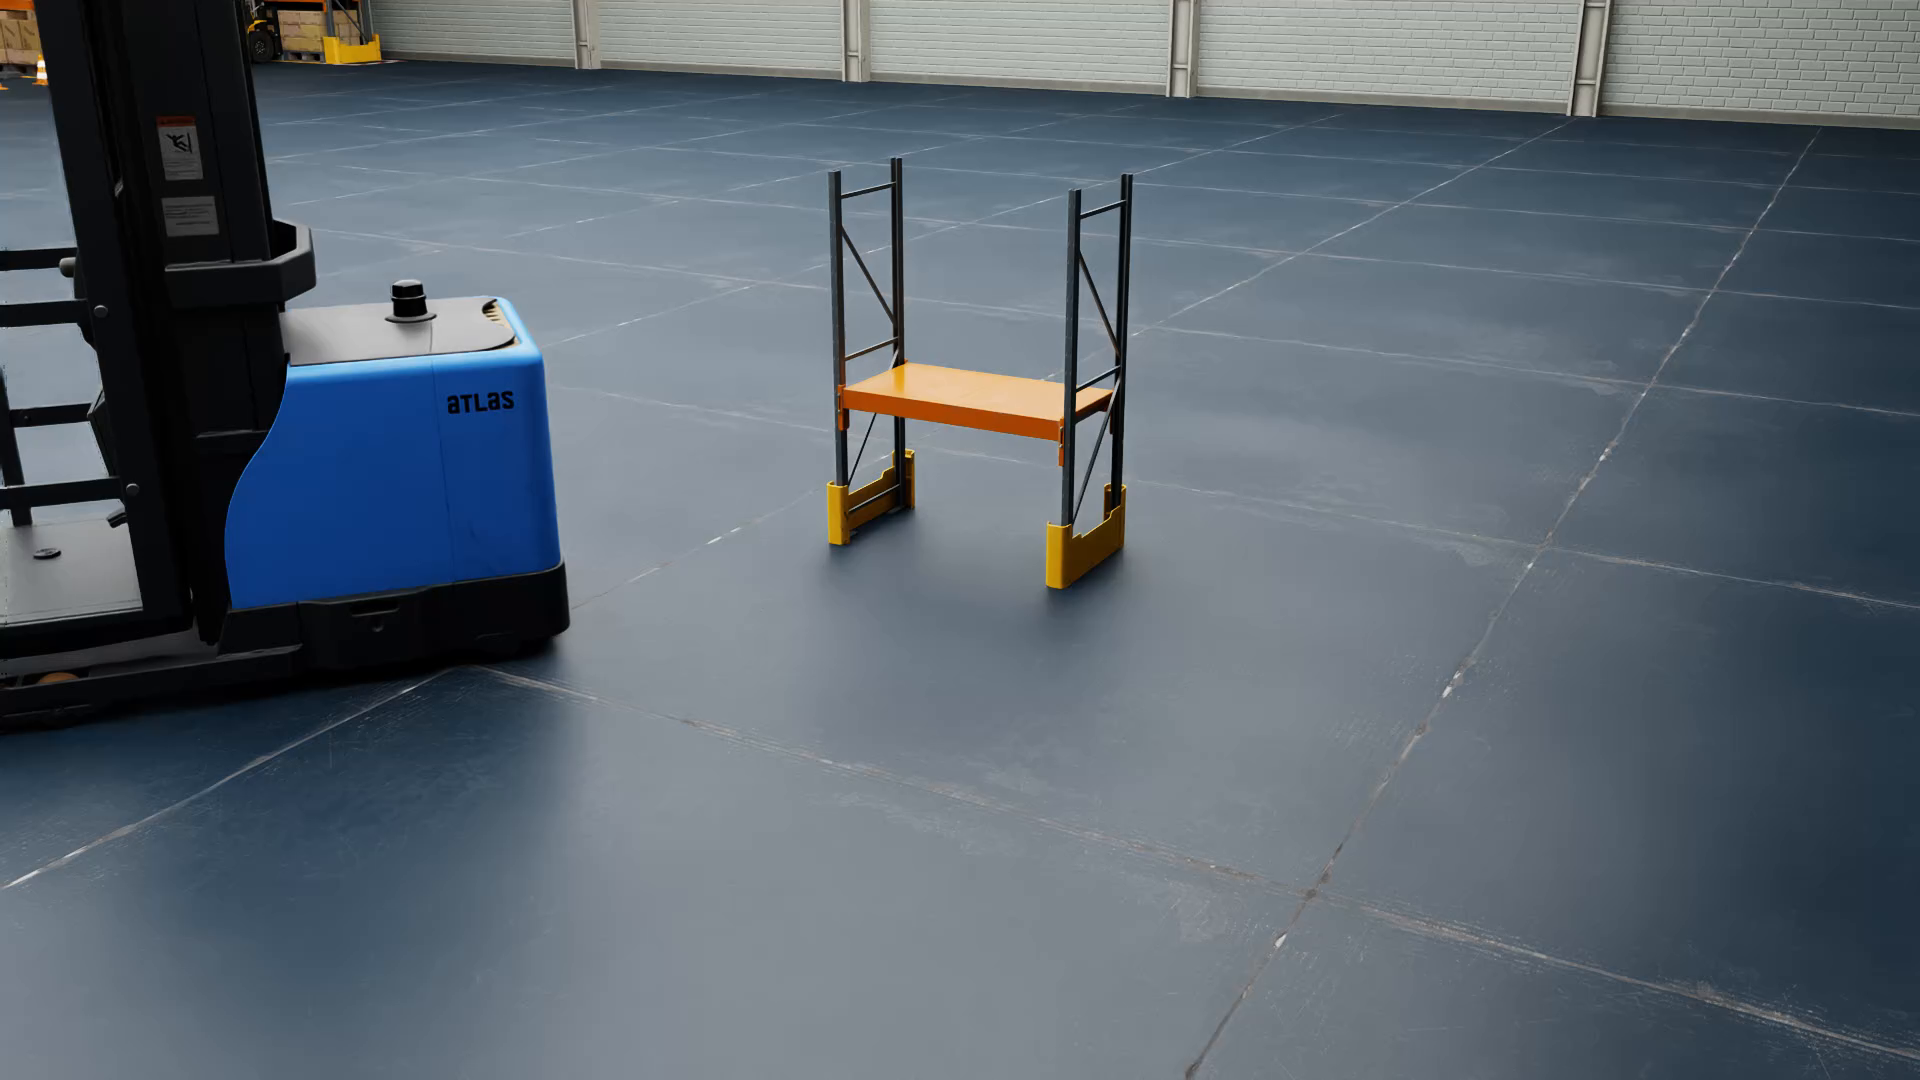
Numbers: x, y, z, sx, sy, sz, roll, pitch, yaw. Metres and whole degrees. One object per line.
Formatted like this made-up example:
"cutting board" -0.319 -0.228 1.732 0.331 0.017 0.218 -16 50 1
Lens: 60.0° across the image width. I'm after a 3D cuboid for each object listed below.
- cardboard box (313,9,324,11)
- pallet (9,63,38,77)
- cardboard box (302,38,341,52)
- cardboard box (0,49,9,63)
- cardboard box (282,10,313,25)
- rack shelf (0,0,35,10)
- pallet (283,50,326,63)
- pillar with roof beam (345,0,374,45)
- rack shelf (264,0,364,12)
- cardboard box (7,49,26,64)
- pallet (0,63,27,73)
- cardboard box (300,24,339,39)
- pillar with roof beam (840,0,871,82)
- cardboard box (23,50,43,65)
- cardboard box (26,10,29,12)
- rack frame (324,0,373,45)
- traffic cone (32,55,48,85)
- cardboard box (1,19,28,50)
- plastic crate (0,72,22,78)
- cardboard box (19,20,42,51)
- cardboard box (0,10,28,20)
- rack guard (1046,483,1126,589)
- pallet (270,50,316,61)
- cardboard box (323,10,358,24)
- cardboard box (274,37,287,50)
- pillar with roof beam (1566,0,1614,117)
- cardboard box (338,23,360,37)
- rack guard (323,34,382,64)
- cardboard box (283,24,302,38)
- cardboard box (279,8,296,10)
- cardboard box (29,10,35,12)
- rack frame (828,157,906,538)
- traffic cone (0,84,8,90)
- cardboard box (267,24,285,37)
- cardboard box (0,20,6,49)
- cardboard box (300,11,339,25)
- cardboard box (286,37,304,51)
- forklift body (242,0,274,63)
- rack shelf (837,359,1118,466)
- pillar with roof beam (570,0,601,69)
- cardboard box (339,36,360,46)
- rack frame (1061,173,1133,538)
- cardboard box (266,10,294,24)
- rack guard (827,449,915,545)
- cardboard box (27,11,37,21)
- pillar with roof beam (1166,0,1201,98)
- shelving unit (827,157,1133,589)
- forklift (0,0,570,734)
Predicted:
"cardboard box" -12.857 -10.535 33.460 0.500 0.250 0.500 11 23 27
"pallet" -16.329 -8.514 30.028 1.213 0.211 1.003 11 23 27
"cardboard box" -12.656 -9.831 32.984 0.500 0.250 0.500 11 23 28
"cardboard box" -17.147 -8.770 30.059 0.500 0.250 0.500 12 23 30
"cardboard box" -13.095 -10.384 33.042 0.500 0.250 0.500 11 23 28
"rack shelf" -16.255 -9.458 29.595 4.000 0.370 1.077 11 23 27
"pallet" -12.780 -9.746 33.423 1.213 0.211 1.003 11 23 27
"pillar with roof beam" -14.360 -12.865 29.134 0.400 9.000 9.100 11 23 27
"rack shelf" -13.838 -10.936 33.671 4.000 0.370 1.077 11 23 27
"cardboard box" -16.682 -8.682 29.818 0.500 0.250 0.500 10 22 27
"pallet" -17.398 -8.717 30.586 1.213 0.211 1.003 11 23 27
"cardboard box" -12.669 -10.070 32.910 0.500 0.250 0.500 10 22 27
"pillar with roof beam" -3.884 -10.869 23.632 0.400 9.000 9.100 11 23 27
"cardboard box" -16.254 -8.597 29.582 0.500 0.250 0.500 10 22 25
"cardboard box" -20.775 -11.835 37.192 0.250 0.149 0.380 10 22 25
"rack frame" -12.092 -10.942 32.631 0.127 3.000 1.000 11 23 27
"traffic cone" -15.514 -7.959 28.127 0.334 0.463 0.336 11 23 27
"cardboard box" -16.693 -9.035 29.692 0.500 0.500 0.500 12 23 30
"plastic crate" -17.031 -8.251 29.495 0.583 0.080 0.402 3 20 9
"cardboard box" -16.230 -8.948 29.452 0.500 0.500 0.500 10 22 26
"cardboard box" -16.852 -9.345 29.594 0.250 0.149 0.380 12 23 30
"rack guard" 0.501 -0.022 6.559 0.087 0.250 0.587 11 23 27
"pallet" -13.841 -9.949 33.983 1.213 0.211 1.003 11 23 27
"cardboard box" -12.419 -10.453 33.233 0.500 0.250 0.500 10 22 26
"cardboard box" -13.518 -10.002 33.457 0.500 0.250 0.500 11 23 28
"pillar with roof beam" 6.593 -8.873 18.131 0.400 9.000 9.100 11 23 27
"cardboard box" -12.401 -10.222 33.329 0.500 0.250 0.500 11 23 28
"rack guard" -12.071 -9.763 33.046 0.348 0.500 1.175 11 23 27
"cardboard box" -13.102 -10.156 33.148 0.500 0.250 0.500 11 22 27
"cardboard box" -13.733 -10.709 33.938 0.500 0.250 0.500 10 22 26
"cardboard box" -20.519 -11.798 37.090 0.250 0.149 0.380 10 22 26
"rack frame" -0.369 -0.775 6.803 0.032 1.500 0.500 11 23 27
"traffic cone" -15.758 -7.572 27.060 0.334 0.463 0.336 11 23 27
"cardboard box" -13.563 -10.236 33.368 0.500 0.250 0.500 10 22 26
"cardboard box" -17.145 -9.122 29.931 0.500 0.500 0.500 12 23 29
"cardboard box" -12.646 -10.301 32.813 0.500 0.250 0.500 12 23 29
"cardboard box" -13.086 -9.916 33.220 0.500 0.250 0.500 11 23 27
"forklift body" -14.637 -10.315 32.148 1.214 2.155 2.313 11 23 27
"rack shelf" 0.074 -0.522 6.632 1.000 0.185 0.538 11 23 27
"pillar with roof beam" -9.122 -11.867 26.383 0.400 9.000 9.100 11 23 27
"cardboard box" -12.425 -9.987 33.414 0.500 0.250 0.500 11 23 28
"rack frame" 0.518 -0.606 6.337 0.032 1.500 0.500 11 23 27
"cardboard box" -13.540 -10.465 33.265 0.500 0.250 0.500 11 23 28
"rack guard" -0.368 -0.188 7.016 0.087 0.250 0.587 11 23 27
"cardboard box" -16.136 -9.210 29.221 0.250 0.149 0.380 12 23 30
"pillar with roof beam" 1.355 -9.871 20.882 0.400 9.000 9.100 11 23 27
"shelving unit" 0.067 -0.692 6.574 1.083 1.500 0.587 11 23 27
"forklift" -2.938 -0.970 5.241 3.031 2.935 1.130 -7 21 -19
